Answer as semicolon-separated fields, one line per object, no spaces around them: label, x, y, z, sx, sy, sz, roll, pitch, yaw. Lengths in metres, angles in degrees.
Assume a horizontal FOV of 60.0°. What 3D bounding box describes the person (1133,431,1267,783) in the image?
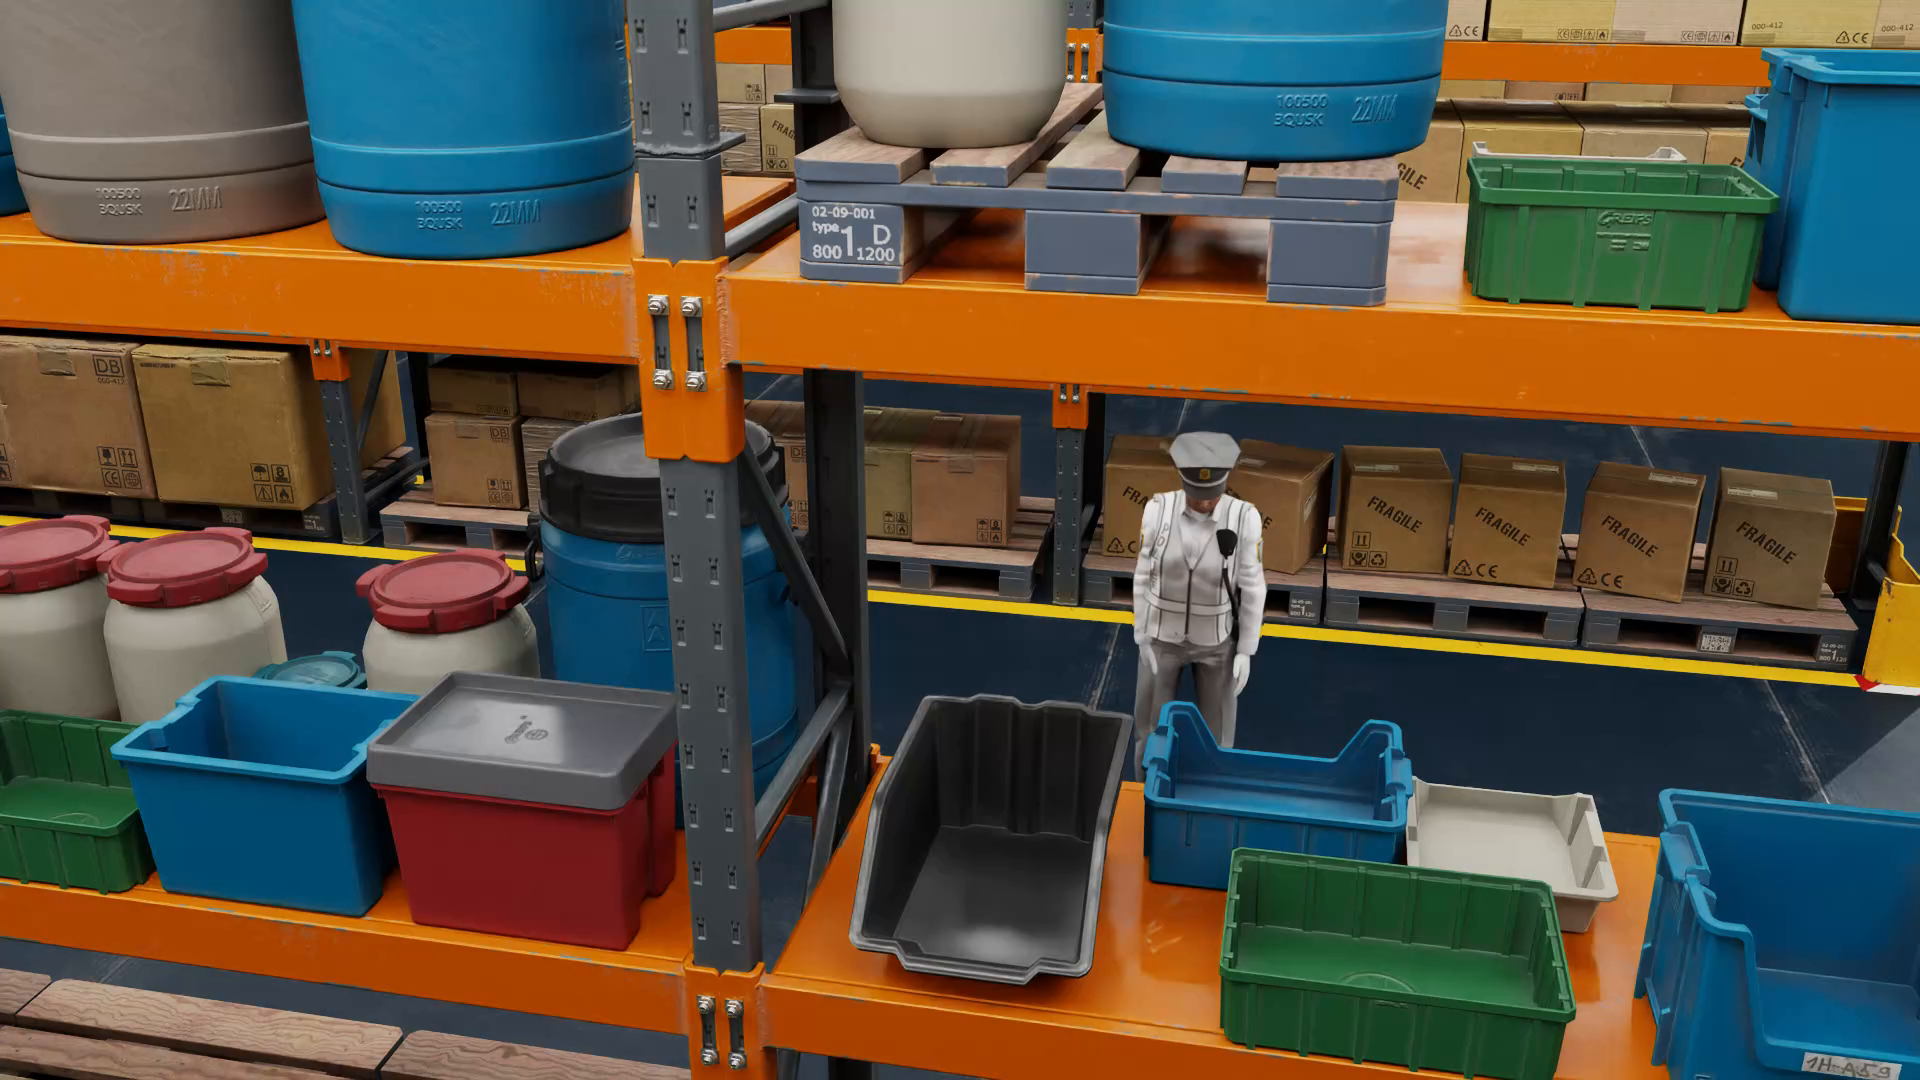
person;0.865;0.399;6.118;0.485;1.653;0.381;5;22;12
